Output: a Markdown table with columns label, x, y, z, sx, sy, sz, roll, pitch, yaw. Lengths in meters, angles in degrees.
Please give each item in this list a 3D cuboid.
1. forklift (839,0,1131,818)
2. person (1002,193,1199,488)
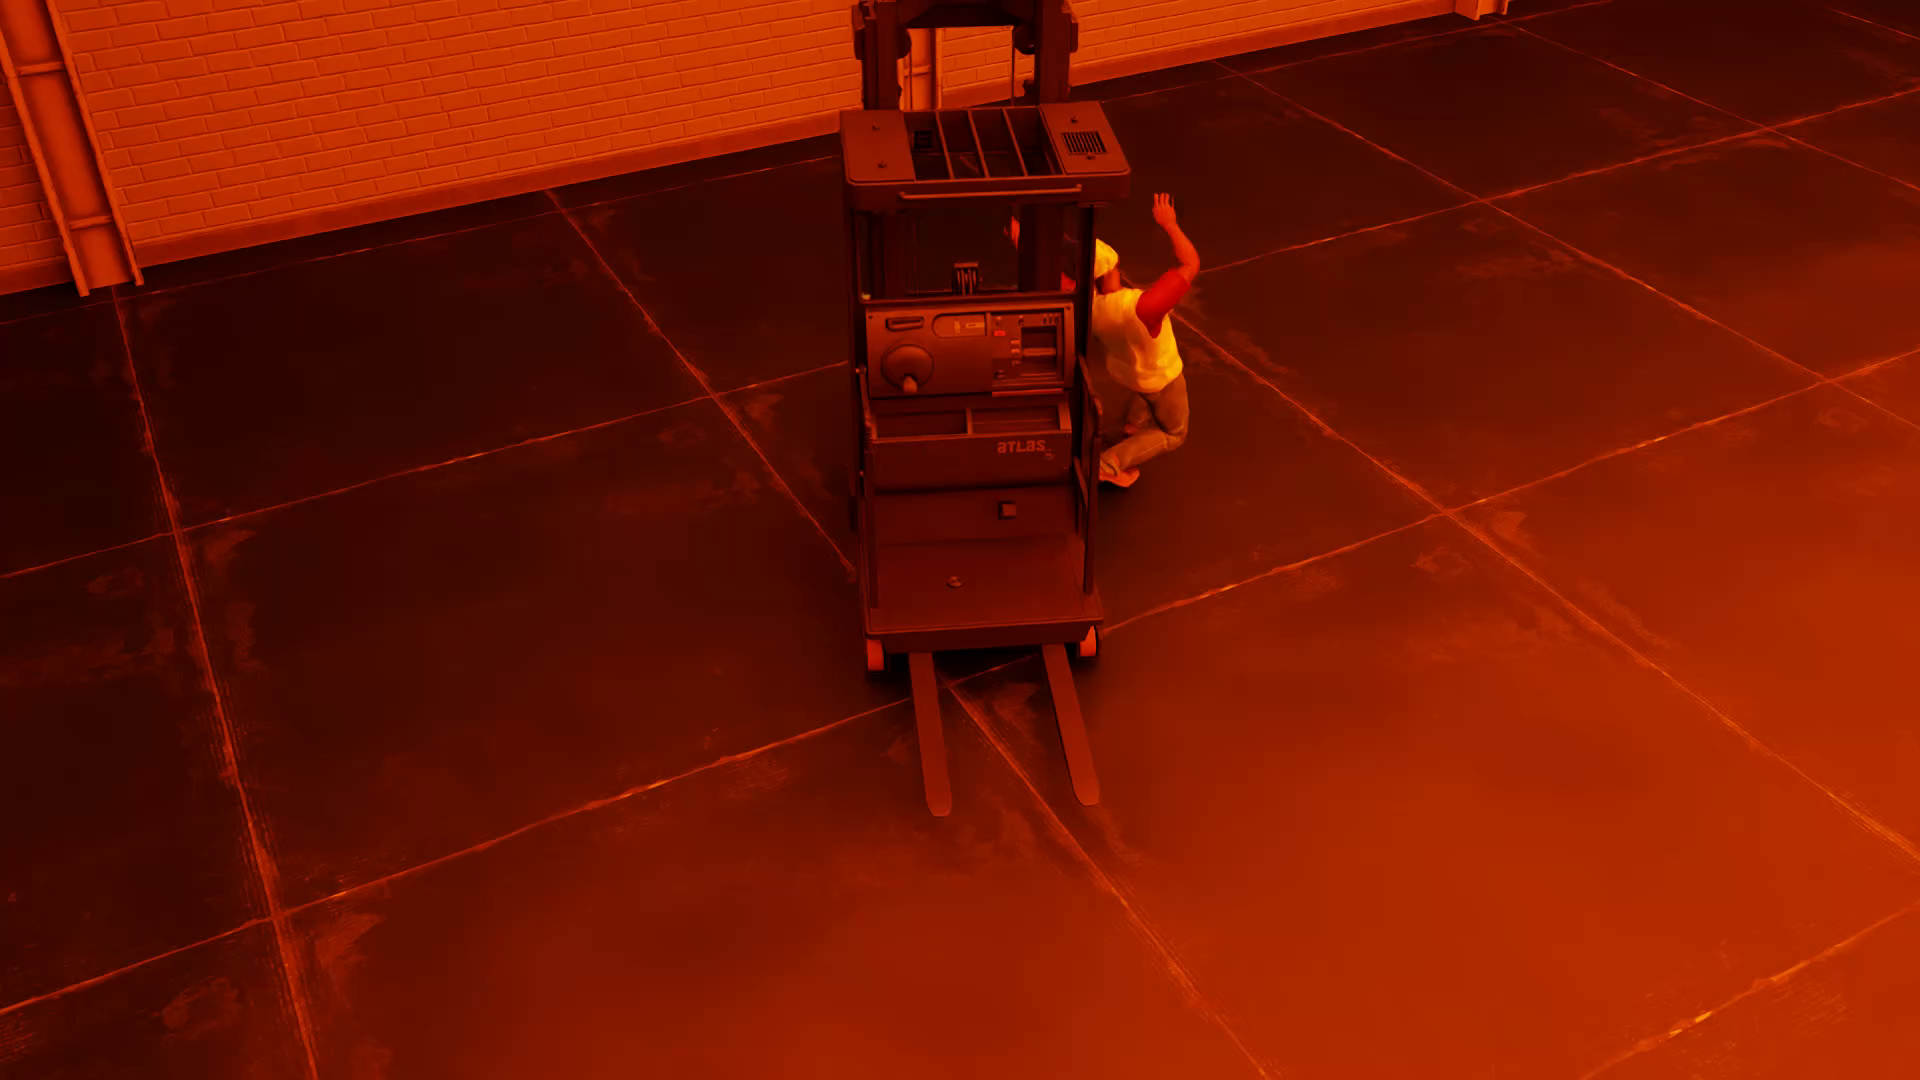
| label | x | y | z | sx | sy | sz | roll | pitch | yaw |
| --- | --- | --- | --- | --- | --- | --- | --- | --- | --- |
| forklift | 0.072 | -0.789 | 7.239 | 1.130 | 2.935 | 3.031 | -3 | 35 | -5 |
| person | 0.809 | -1.142 | 8.906 | 0.843 | 1.636 | 1.154 | -25 | 42 | -31 |
